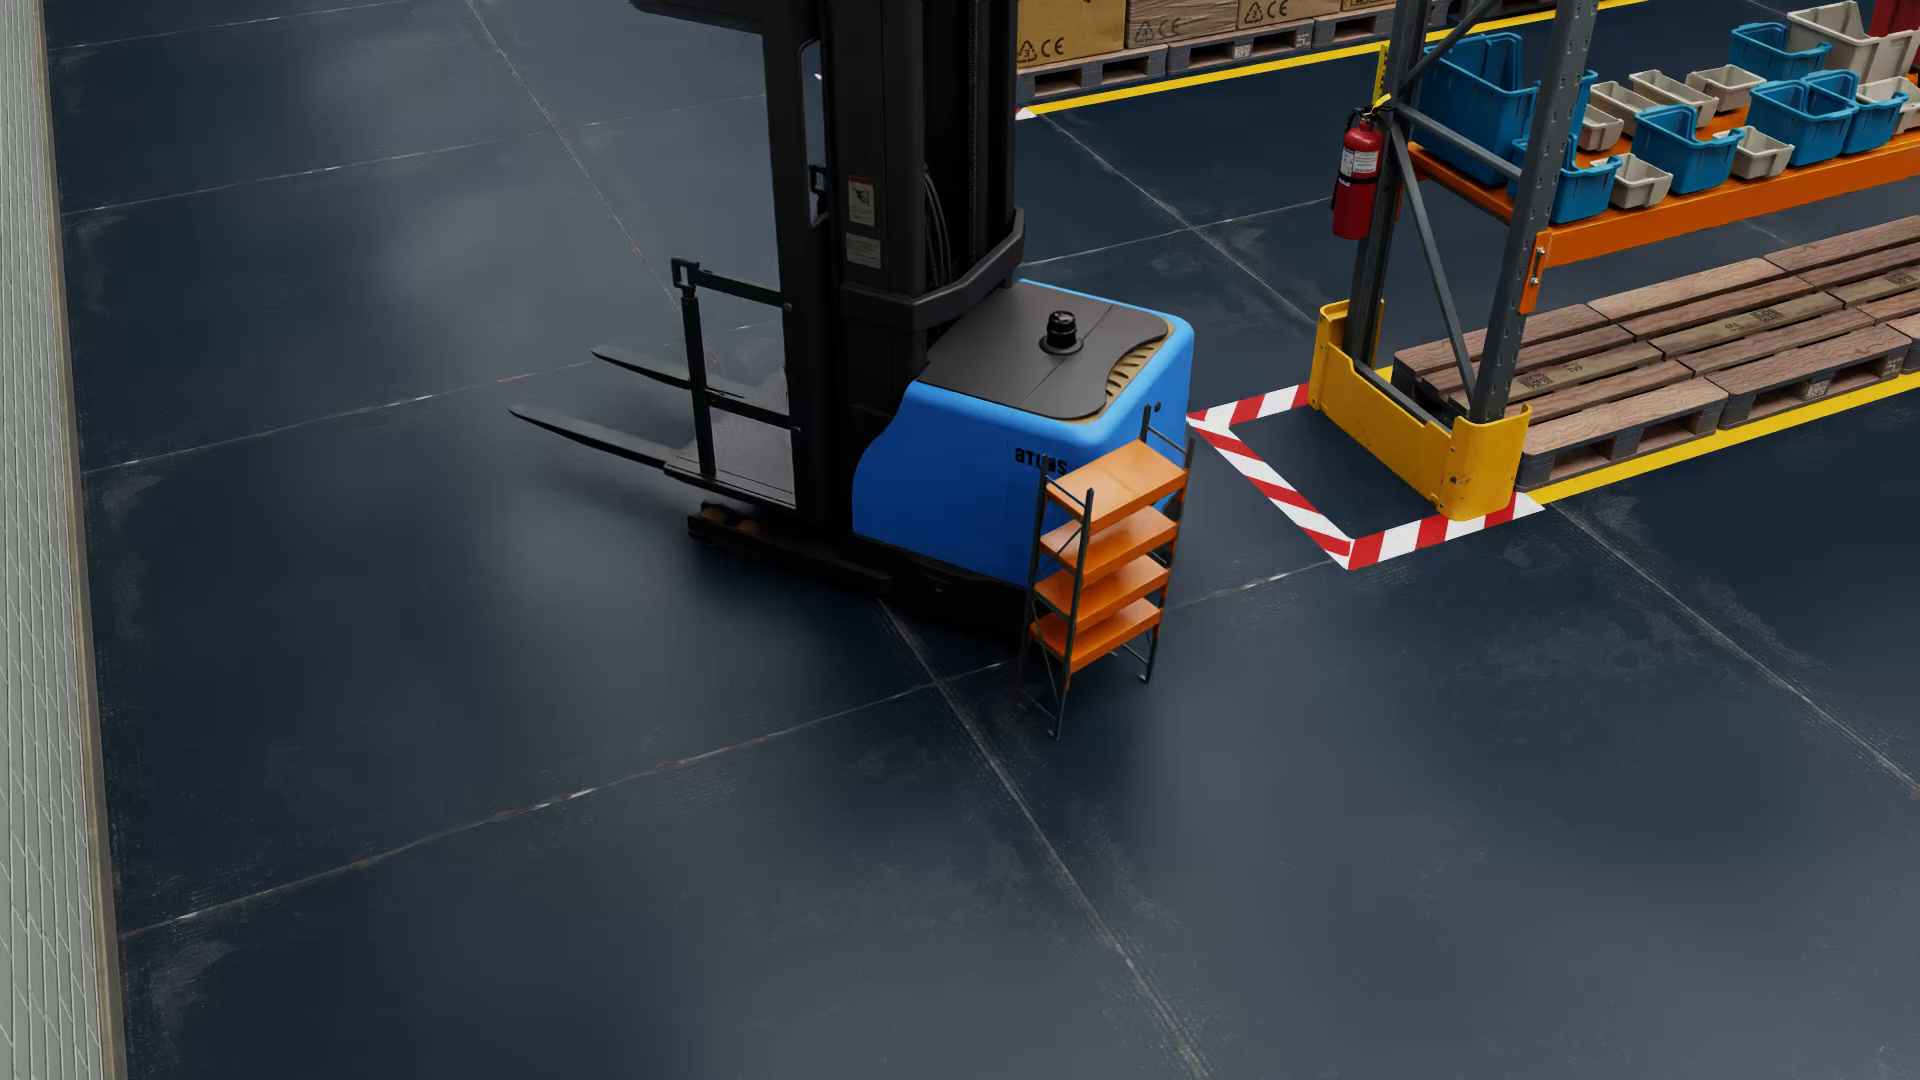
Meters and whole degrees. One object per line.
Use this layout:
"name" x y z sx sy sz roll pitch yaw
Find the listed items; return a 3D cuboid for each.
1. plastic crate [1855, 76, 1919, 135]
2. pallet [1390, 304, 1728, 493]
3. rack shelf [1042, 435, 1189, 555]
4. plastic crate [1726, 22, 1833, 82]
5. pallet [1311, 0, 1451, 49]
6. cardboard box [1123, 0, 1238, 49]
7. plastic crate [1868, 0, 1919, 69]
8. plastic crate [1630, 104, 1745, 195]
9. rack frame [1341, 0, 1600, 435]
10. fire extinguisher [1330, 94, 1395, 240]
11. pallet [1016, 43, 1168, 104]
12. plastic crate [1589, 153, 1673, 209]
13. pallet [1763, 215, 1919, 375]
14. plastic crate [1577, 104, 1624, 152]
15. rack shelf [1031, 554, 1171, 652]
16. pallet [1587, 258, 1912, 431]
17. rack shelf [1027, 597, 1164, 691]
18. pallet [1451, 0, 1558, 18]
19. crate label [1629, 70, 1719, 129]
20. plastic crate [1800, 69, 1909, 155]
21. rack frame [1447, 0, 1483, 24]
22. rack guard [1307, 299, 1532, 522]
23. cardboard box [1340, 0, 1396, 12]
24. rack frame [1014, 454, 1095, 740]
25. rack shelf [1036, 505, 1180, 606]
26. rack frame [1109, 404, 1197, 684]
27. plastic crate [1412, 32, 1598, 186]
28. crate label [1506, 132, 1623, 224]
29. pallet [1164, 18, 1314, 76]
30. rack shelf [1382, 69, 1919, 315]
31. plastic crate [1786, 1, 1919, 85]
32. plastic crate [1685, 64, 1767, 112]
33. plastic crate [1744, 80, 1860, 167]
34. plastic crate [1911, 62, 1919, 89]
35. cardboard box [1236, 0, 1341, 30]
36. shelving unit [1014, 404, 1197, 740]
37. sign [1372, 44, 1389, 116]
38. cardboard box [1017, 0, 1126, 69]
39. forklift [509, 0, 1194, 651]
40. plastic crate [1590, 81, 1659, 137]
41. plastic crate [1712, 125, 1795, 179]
"plastic crate" 4.276 -1.973 7.563 0.466 0.136 0.293 -16 39 -20
"pallet" 2.867 -0.713 8.034 1.213 0.211 1.003 -16 39 -20
"rack shelf" 0.534 -0.162 5.786 0.480 0.148 0.258 -27 49 -31
"plastic crate" 3.854 -2.260 7.869 0.300 0.233 0.416 -16 39 -20
"pallet" 2.899 -4.058 12.544 1.213 0.211 1.003 -16 39 -20
"cardboard box" 1.369 -4.067 11.646 0.875 0.875 0.875 -16 39 -20
"plastic crate" 4.810 -2.617 8.156 0.583 0.464 0.402 -16 39 -20
"plastic crate" 3.063 -1.654 7.052 0.300 0.233 0.416 -16 39 -20
"rack frame" 2.104 -1.645 6.950 0.127 3.000 1.000 -16 39 -20
"fire extinguisher" 1.774 -1.671 7.363 0.183 0.674 0.296 -16 39 -20
"pallet" 0.690 -3.441 11.712 1.213 0.211 1.003 -16 39 -20
"plastic crate" 2.793 -1.485 6.905 0.298 0.136 0.250 -16 39 -20
"pallet" 5.076 -1.331 8.867 1.213 0.211 1.003 -16 39 -20
"plastic crate" 2.765 -1.867 7.421 0.243 0.136 0.396 -16 39 -20
"rack shelf" 0.508 0.188 6.085 0.480 0.148 0.258 -27 49 -31
"pallet" 3.970 -1.019 8.447 1.213 0.211 1.003 -16 39 -20
"rack shelf" 0.496 0.338 6.214 0.480 0.148 0.258 -27 49 -31
"pallet" 4.287 -4.445 13.065 1.213 0.211 1.003 -16 39 -20
"crate label" 3.276 -2.017 7.622 0.243 0.136 0.396 -16 39 -20
"plastic crate" 3.931 -1.896 7.379 0.300 0.233 0.416 -16 39 -20
"rack frame" 3.621 -5.329 11.916 0.127 3.000 1.000 -16 39 -20
"rack guard" 2.088 -0.628 7.677 0.348 0.500 1.175 -16 39 -20
"cardboard box" 2.989 -4.520 12.257 0.875 0.875 0.875 -16 39 -20
"rack frame" 0.325 0.231 5.914 0.015 1.200 0.240 -27 49 -31
"rack shelf" 0.520 0.018 5.940 0.480 0.148 0.258 -27 49 -31
"rack frame" 0.697 0.042 6.168 0.015 1.200 0.240 -27 49 -31
"plastic crate" 2.328 -1.869 7.172 0.499 0.435 0.616 -16 39 -20
"crate label" 2.467 -1.487 6.827 0.303 0.233 0.416 -16 39 -20
"pallet" 1.793 -3.747 12.125 1.213 0.211 1.003 -16 39 -20
"rack shelf" 3.915 -1.862 7.847 4.000 0.370 1.077 -16 39 -20
"plastic crate" 4.264 -2.347 7.945 0.530 0.282 0.437 -16 39 -20
"plastic crate" 3.536 -2.102 7.736 0.250 0.136 0.298 -16 39 -20
"plastic crate" 3.659 -1.820 7.276 0.300 0.233 0.416 -16 39 -20
"plastic crate" 4.826 -2.143 7.802 0.590 0.125 0.437 -16 39 -20
"cardboard box" 2.174 -4.292 11.950 0.875 0.875 0.875 -16 39 -20
"shelving unit" 0.511 0.137 6.041 0.503 1.200 0.258 -27 49 -31
"sign" 1.856 -2.003 7.296 0.005 0.325 0.100 -16 39 -20
"cardboard box" 0.545 -3.837 11.336 0.875 0.875 0.875 -16 39 -20
"forklift" -0.597 -1.354 6.616 3.031 2.935 1.130 18 40 22
"plastic crate" 3.034 -1.933 7.509 0.243 0.136 0.396 -16 39 -20
"plastic crate" 3.407 -1.657 7.136 0.298 0.136 0.250 -16 39 -20
